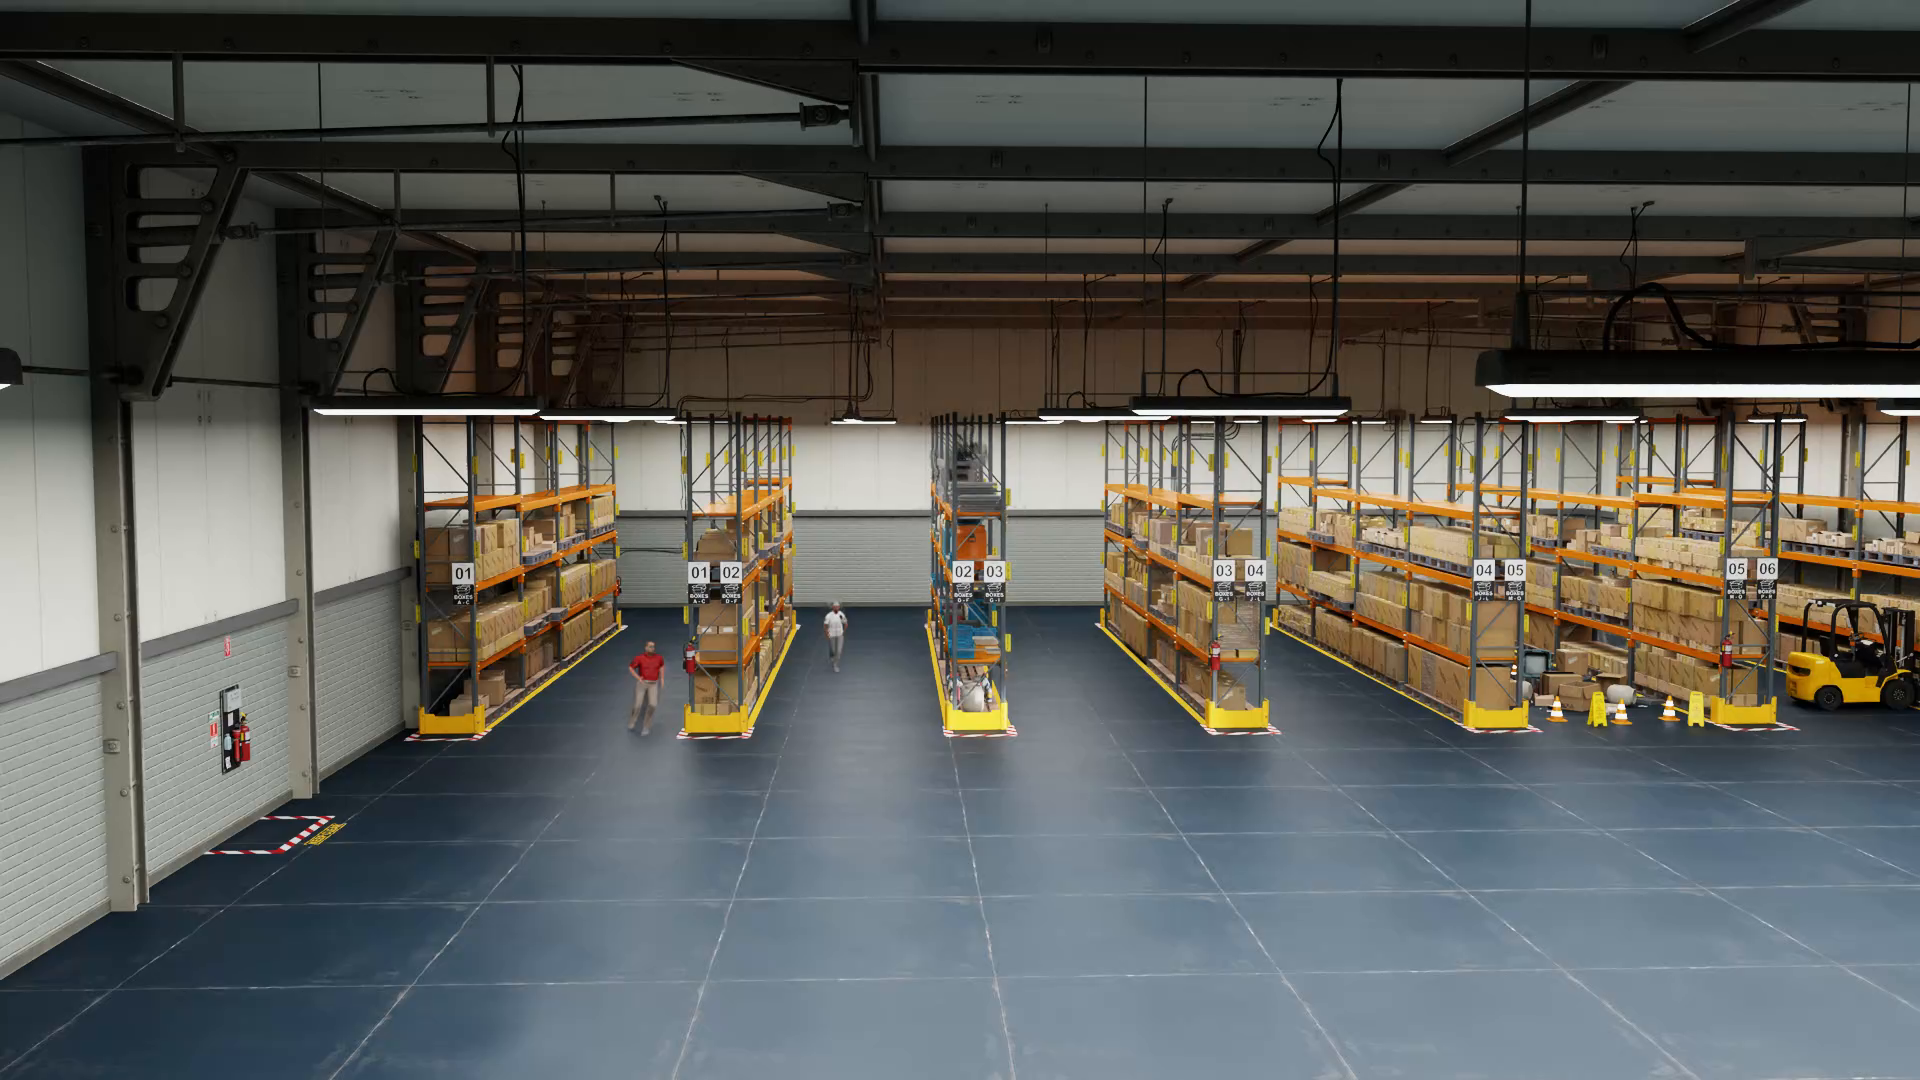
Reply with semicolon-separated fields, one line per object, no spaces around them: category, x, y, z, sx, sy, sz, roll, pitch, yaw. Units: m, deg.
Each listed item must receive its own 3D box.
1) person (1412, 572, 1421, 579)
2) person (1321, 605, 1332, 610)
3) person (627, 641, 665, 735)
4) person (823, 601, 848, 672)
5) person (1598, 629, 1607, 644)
person;13.438;1.585;48.983;0.623;1.628;0.565;-1;4;-10
person;10.724;1.643;48.398;0.647;1.614;0.607;-3;5;-37
person;-5.858;2.774;31.176;0.733;1.764;0.668;-2;4;-22
person;-2.920;2.245;39.141;0.582;1.665;0.578;-1;4;-11
person;16.467;1.999;43.079;0.545;1.588;0.818;0;4;-2
